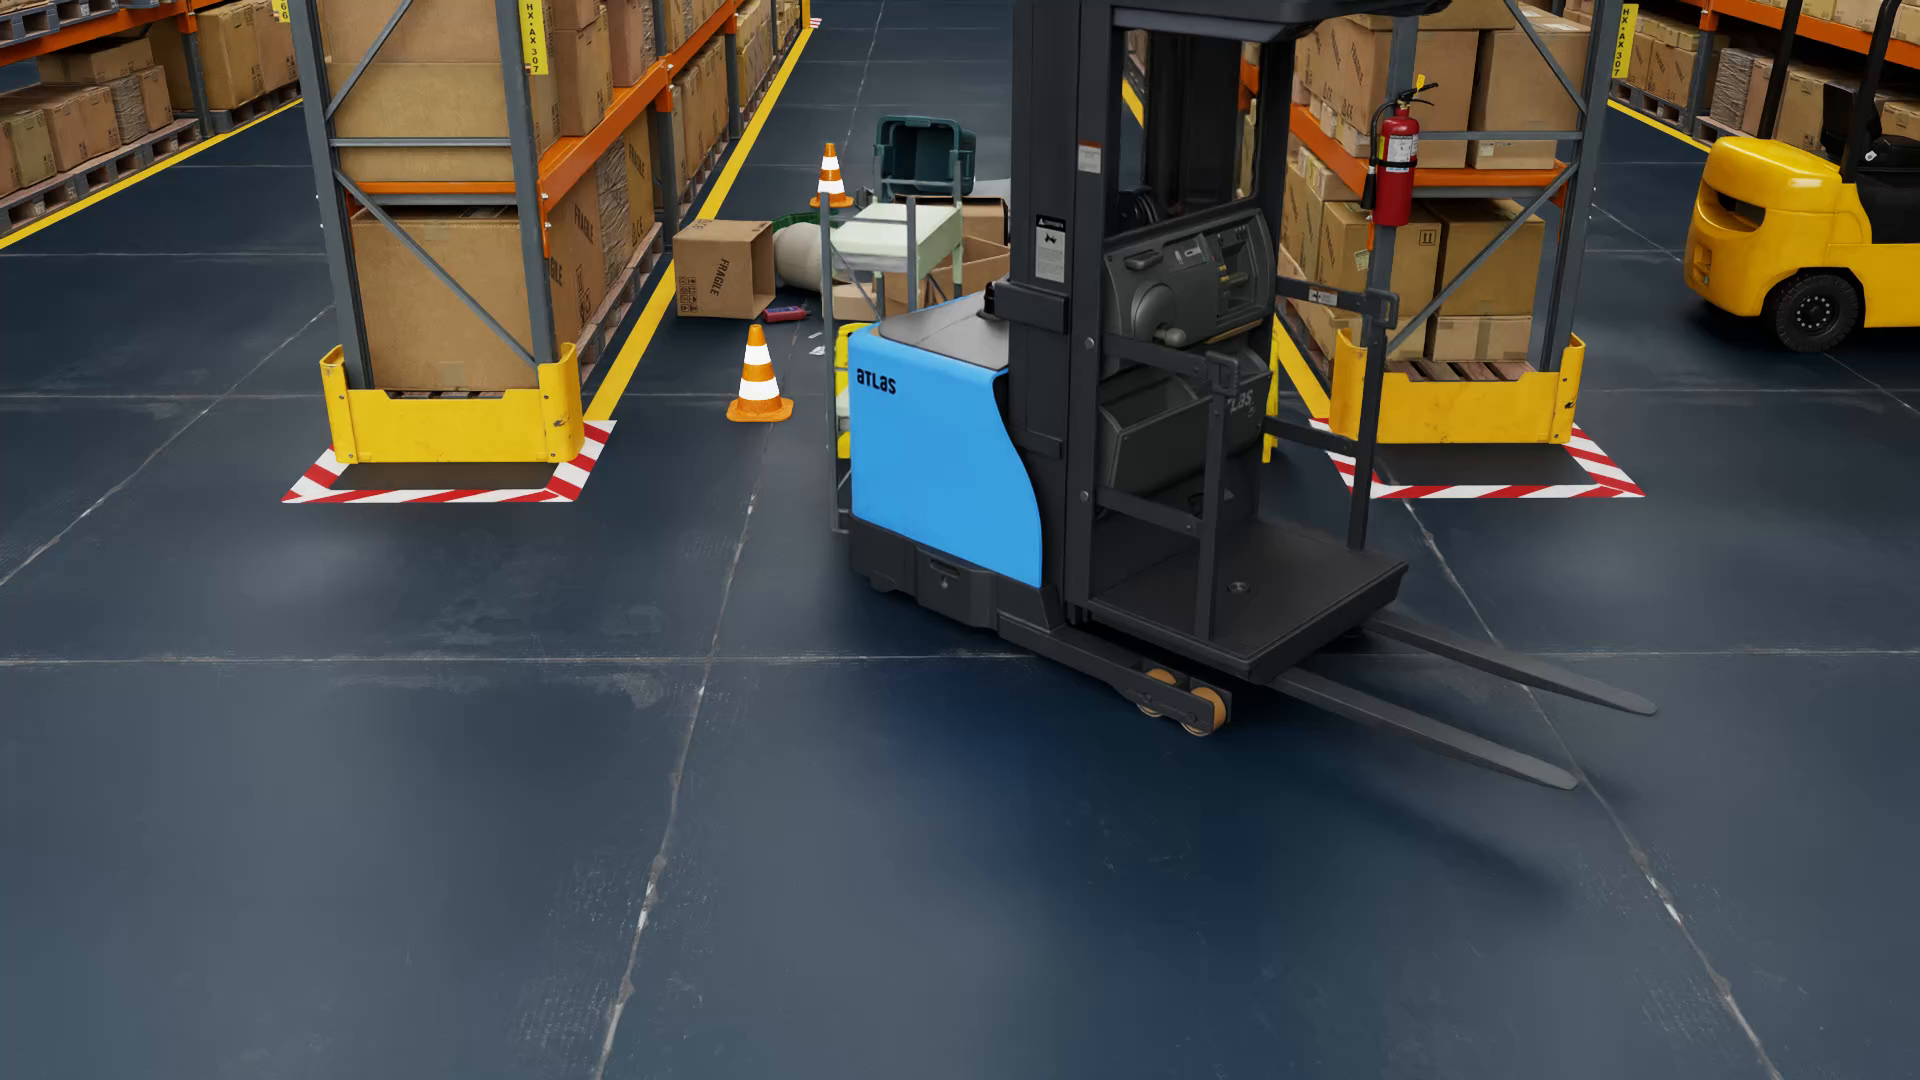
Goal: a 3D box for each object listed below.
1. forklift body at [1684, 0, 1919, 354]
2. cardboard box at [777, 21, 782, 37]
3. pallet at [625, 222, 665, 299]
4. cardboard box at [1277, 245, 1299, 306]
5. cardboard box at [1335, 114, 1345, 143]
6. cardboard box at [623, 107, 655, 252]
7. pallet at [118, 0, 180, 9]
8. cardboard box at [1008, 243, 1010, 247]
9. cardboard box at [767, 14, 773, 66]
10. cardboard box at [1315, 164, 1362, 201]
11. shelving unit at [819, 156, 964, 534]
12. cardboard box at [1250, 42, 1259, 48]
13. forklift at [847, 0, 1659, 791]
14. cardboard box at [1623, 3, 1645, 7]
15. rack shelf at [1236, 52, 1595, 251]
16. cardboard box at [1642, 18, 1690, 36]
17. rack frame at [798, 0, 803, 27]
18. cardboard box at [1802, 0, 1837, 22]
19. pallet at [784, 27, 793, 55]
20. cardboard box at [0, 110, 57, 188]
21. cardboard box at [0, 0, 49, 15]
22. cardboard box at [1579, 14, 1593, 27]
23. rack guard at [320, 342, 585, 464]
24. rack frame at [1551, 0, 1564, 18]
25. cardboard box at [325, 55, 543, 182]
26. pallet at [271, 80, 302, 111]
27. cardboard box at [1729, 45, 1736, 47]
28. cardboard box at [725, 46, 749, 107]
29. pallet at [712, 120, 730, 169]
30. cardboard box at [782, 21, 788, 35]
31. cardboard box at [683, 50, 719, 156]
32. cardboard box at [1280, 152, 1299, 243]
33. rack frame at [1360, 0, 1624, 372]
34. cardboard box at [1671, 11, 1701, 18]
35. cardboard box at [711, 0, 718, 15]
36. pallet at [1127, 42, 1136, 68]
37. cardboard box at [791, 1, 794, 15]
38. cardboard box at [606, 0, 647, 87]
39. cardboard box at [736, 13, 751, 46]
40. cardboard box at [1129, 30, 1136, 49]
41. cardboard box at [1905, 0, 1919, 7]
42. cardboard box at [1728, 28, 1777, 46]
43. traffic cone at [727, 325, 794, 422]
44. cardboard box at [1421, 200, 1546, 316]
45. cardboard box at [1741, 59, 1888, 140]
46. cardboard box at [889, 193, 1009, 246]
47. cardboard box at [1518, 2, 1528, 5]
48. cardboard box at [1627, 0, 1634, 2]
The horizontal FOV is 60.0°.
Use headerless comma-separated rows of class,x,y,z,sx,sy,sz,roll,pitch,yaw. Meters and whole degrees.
forklift body,5.603,-2.295,9.715,2.313,2.155,1.214,0,24,-1
cardboard box,-2.279,-5.945,19.343,0.380,0.149,0.250,1,24,2
pallet,-2.578,-1.885,11.162,1.003,0.211,1.213,0,24,-1
cardboard box,2.197,-1.585,9.941,0.500,0.250,0.500,-1,24,-2
cardboard box,2.171,-2.133,8.632,0.380,0.149,0.250,-1,24,-1
cardboard box,-2.571,-2.433,11.059,0.875,0.875,0.875,0,24,0
pallet,-7.398,-4.756,14.360,1.213,0.211,1.003,0,24,-1
cardboard box,0.303,-1.942,11.222,0.258,0.266,0.396,-19,31,-36
cardboard box,-2.335,-5.515,18.327,0.500,0.500,0.500,-1,24,-2
cardboard box,2.144,-1.941,9.031,0.380,0.149,0.250,0,24,1
shelving unit,-0.280,-0.849,7.308,0.431,1.500,0.755,6,25,13
cardboard box,2.167,-3.532,10.937,0.500,0.500,0.500,0,24,-1
forklift,0.969,-0.900,5.684,3.031,2.935,1.130,21,32,38
cardboard box,7.166,-5.720,17.994,0.380,0.149,0.250,-1,24,-1
rack shelf,2.462,-2.381,9.748,1.077,0.370,4.000,0,24,-1
cardboard box,7.148,-5.189,16.819,0.380,0.149,0.250,-1,24,-1
rack frame,-2.639,-8.414,22.214,1.000,3.000,0.127,0,24,-1
cardboard box,7.138,-4.320,13.344,0.500,0.250,0.500,1,24,1
pallet,-2.654,-6.276,20.870,1.003,0.211,1.213,0,24,-1
cardboard box,-7.440,-3.000,12.743,0.700,0.500,0.500,0,24,-1
cardboard box,-7.338,-4.281,11.839,1.000,1.000,1.000,0,24,0
cardboard box,7.113,-5.486,18.264,0.500,0.500,0.500,-1,24,-1
rack guard,-2.464,-0.672,8.130,1.175,0.500,0.348,0,24,-1
rack frame,7.317,-6.854,18.764,1.000,3.000,0.127,0,24,-1
cardboard box,-2.514,-2.042,7.943,0.875,0.550,0.550,0,24,-1
pallet,-7.456,-4.693,17.371,1.003,0.211,1.213,0,24,-1
cardboard box,7.650,-4.635,16.382,0.500,0.500,0.500,0,24,0
cardboard box,-2.304,-4.463,16.001,0.500,0.500,0.500,-1,24,-3
pallet,-2.618,-3.522,14.781,1.003,0.211,1.213,0,24,-1
cardboard box,-2.333,-6.344,20.587,0.380,0.149,0.250,-1,24,-2
cardboard box,-2.622,-3.672,13.950,1.050,0.750,0.750,0,24,0
cardboard box,2.199,-2.135,10.248,0.500,0.500,0.500,1,24,2
rack frame,2.484,-1.885,7.778,1.000,3.000,0.127,0,24,-1
cardboard box,7.638,-5.414,17.317,0.380,0.149,0.250,-1,24,-3
cardboard box,-2.269,-4.567,13.587,0.500,0.500,0.500,-1,24,-1
pallet,2.423,-5.873,19.979,1.003,0.211,1.213,0,24,-1
cardboard box,-2.322,-6.798,21.231,0.380,0.149,0.250,0,24,0
cardboard box,-2.463,-3.159,10.413,0.875,0.550,0.550,0,24,-1
cardboard box,-2.323,-5.006,16.292,0.500,0.250,0.500,-1,24,-1
cardboard box,2.454,-6.113,19.726,0.875,0.438,0.875,-1,24,-1
cardboard box,7.143,-3.918,11.848,0.500,0.250,0.500,-1,24,-2
cardboard box,7.690,-4.879,16.135,0.380,0.149,0.250,0,24,1
traffic cone,-1.050,-0.891,8.657,0.336,0.463,0.334,0,24,-1
cardboard box,2.751,-1.509,8.863,0.500,0.500,0.500,-1,24,-2
cardboard box,7.368,-3.788,14.359,0.875,0.625,0.625,1,24,1
cardboard box,-0.085,-1.907,10.692,0.797,0.637,0.503,0,24,-1
cardboard box,2.741,-2.686,9.067,0.500,0.500,0.500,-1,24,-2
cardboard box,7.617,-5.943,18.487,0.380,0.149,0.250,0,24,-1
